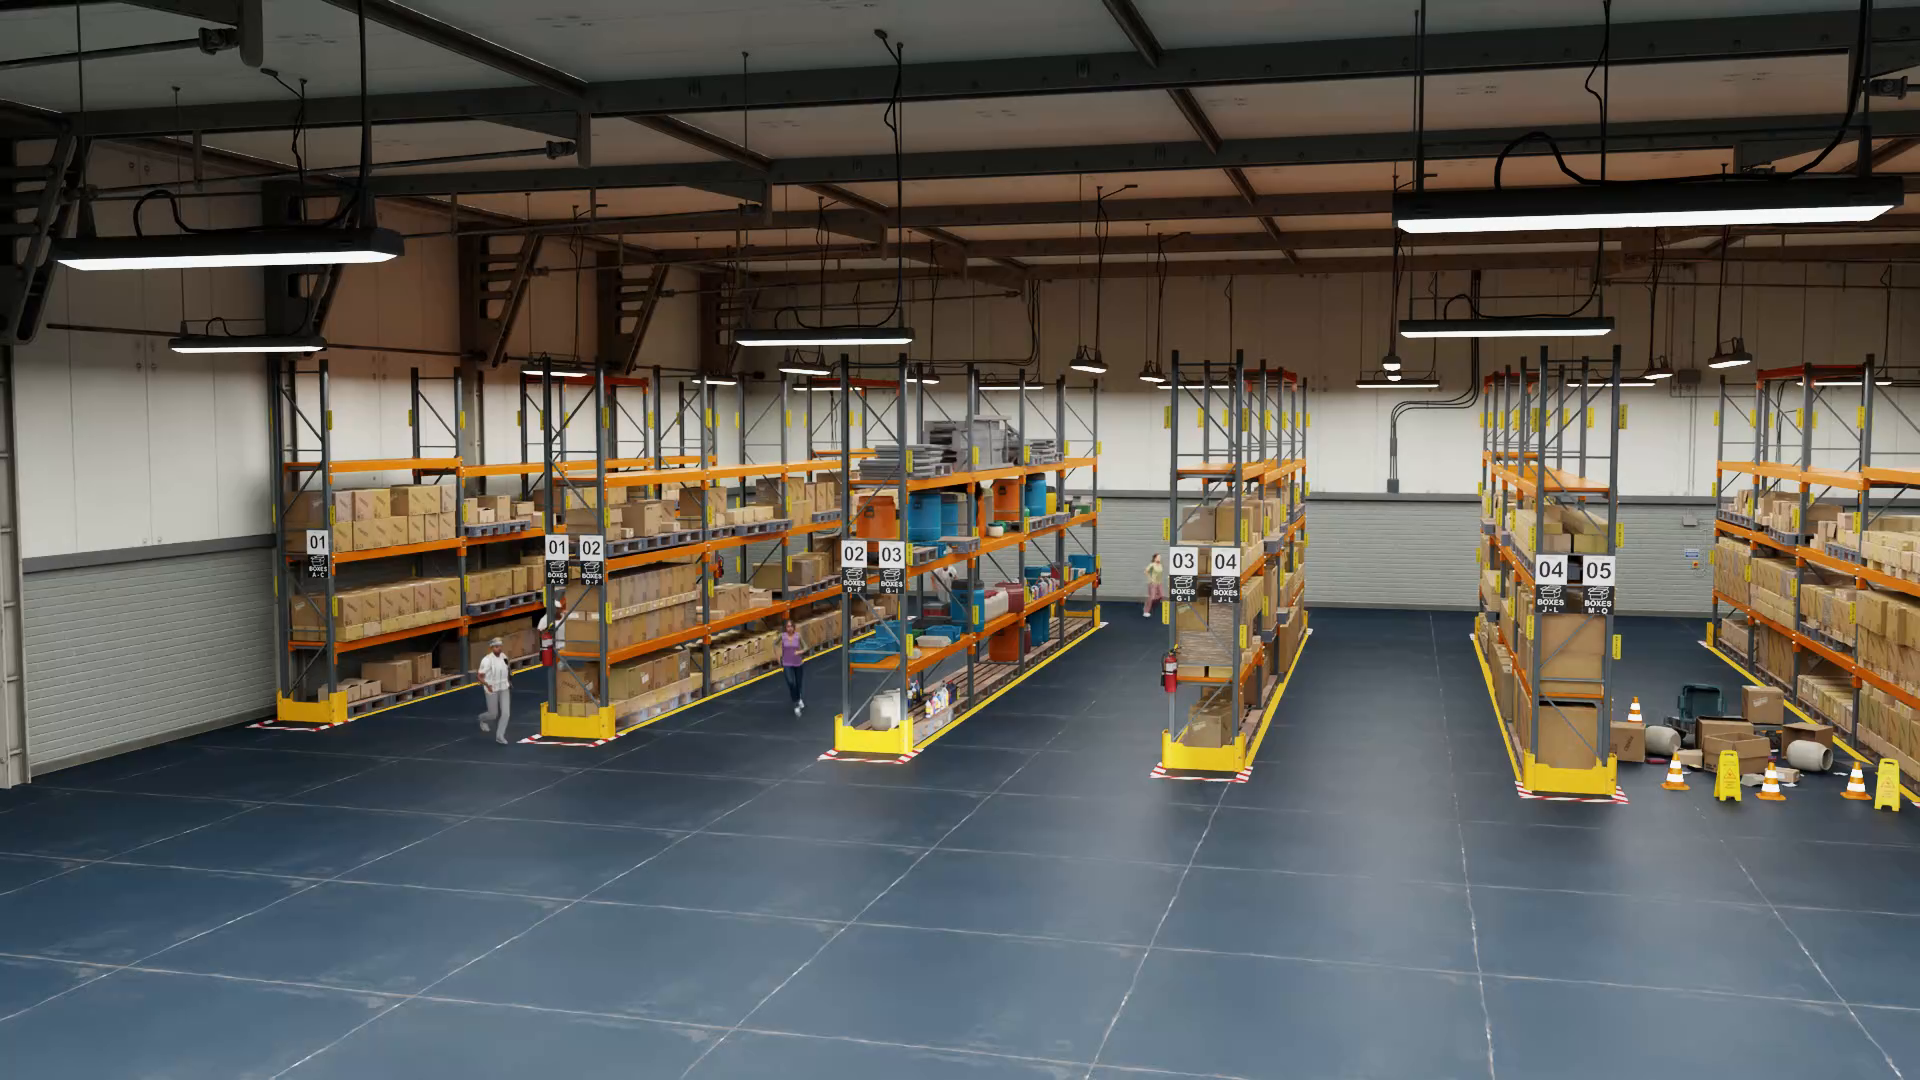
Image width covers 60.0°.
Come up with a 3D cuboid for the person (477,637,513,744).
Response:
[{"bbox_3d":[-7.250,2.325,25.912,0.587,1.663,0.723,-4,5,-41],"label":"person"}]

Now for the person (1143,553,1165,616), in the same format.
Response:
[{"bbox_3d":[5.033,1.144,42.565,0.639,1.601,0.508,-3,5,-38],"label":"person"}]

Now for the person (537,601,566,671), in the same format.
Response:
[{"bbox_3d":[-7.427,1.956,30.625,0.688,1.714,0.767,0,4,-6],"label":"person"}]

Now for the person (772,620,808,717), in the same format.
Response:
[{"bbox_3d":[-2.891,2.164,28.387,0.607,1.607,0.781,-1,4,-8],"label":"person"}]

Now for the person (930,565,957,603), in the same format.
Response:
[{"bbox_3d":[-0.411,1.227,41.881,0.681,1.564,0.892,0,4,-3],"label":"person"}]
